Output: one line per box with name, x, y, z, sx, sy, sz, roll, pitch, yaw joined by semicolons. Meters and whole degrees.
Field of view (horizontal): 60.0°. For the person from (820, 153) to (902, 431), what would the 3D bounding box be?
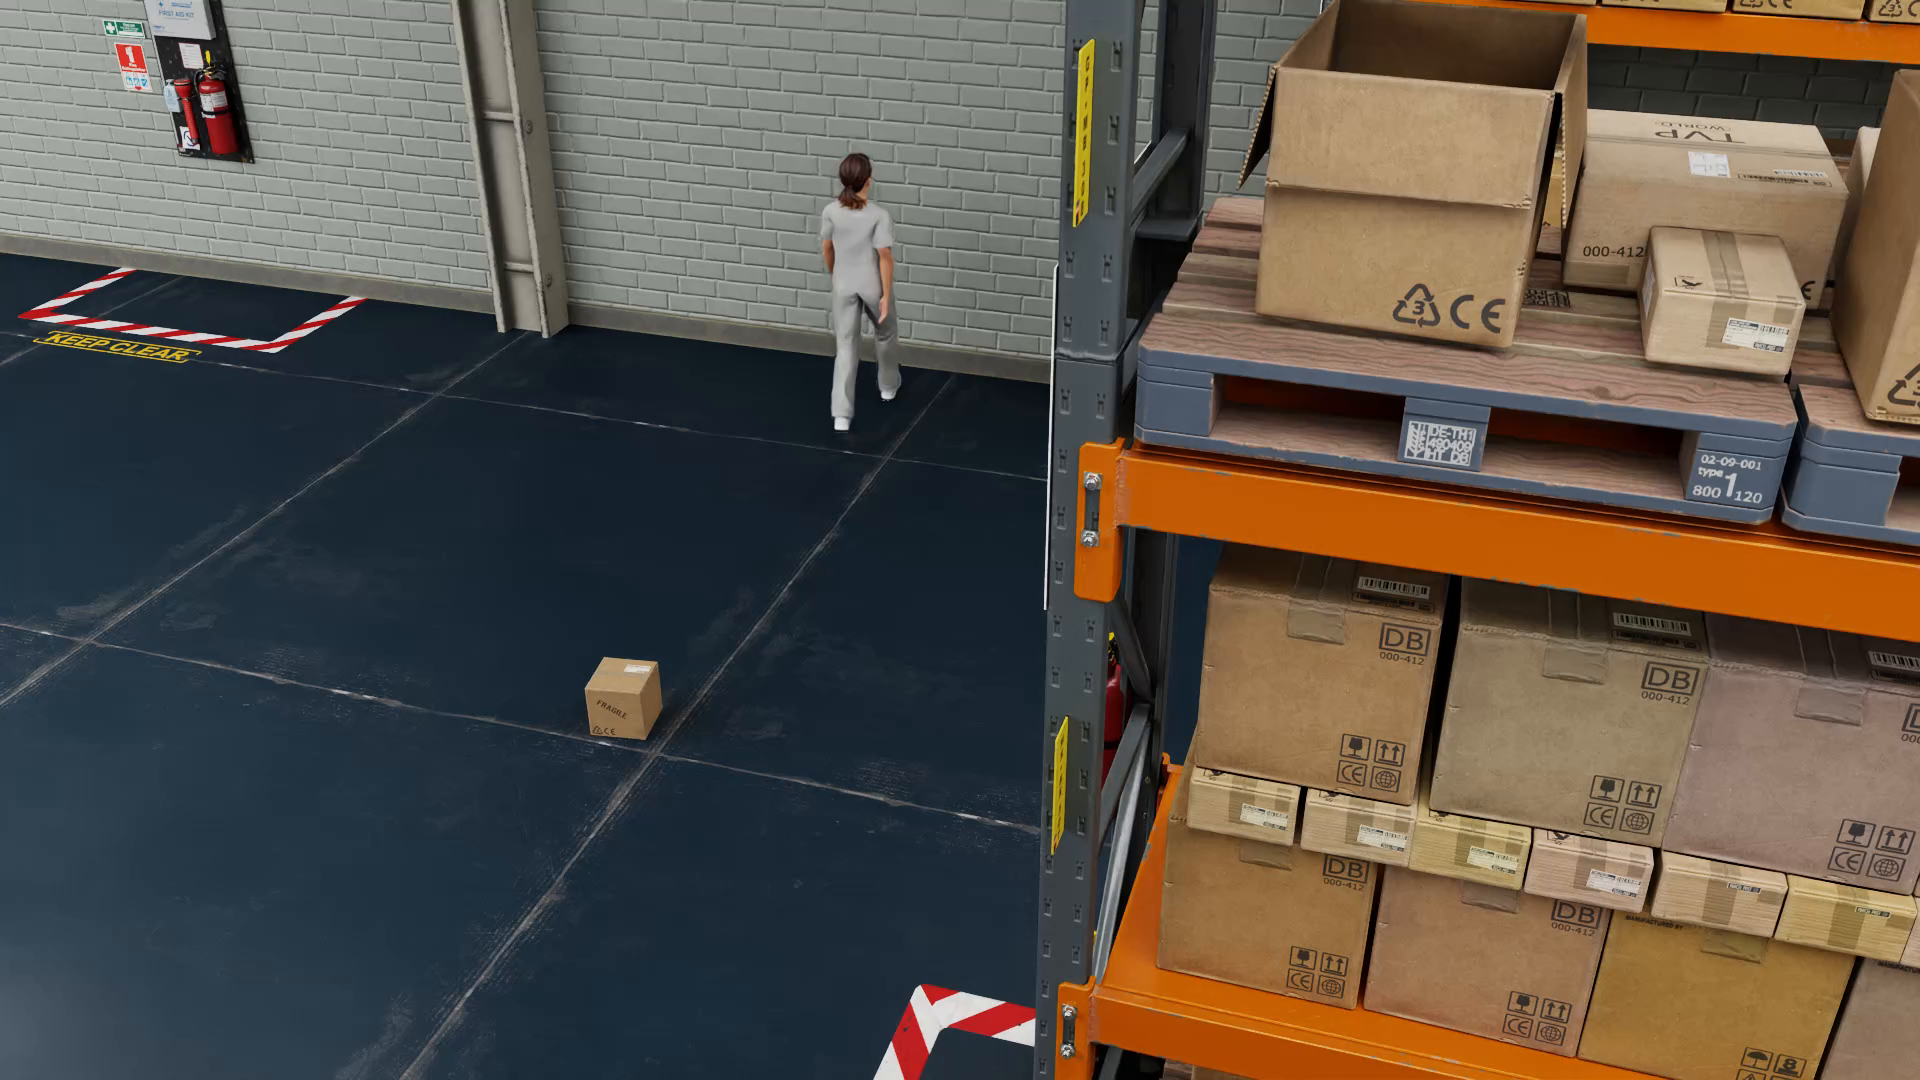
person;-0.584;-1.492;9.790;0.454;1.624;0.989;4;30;8
